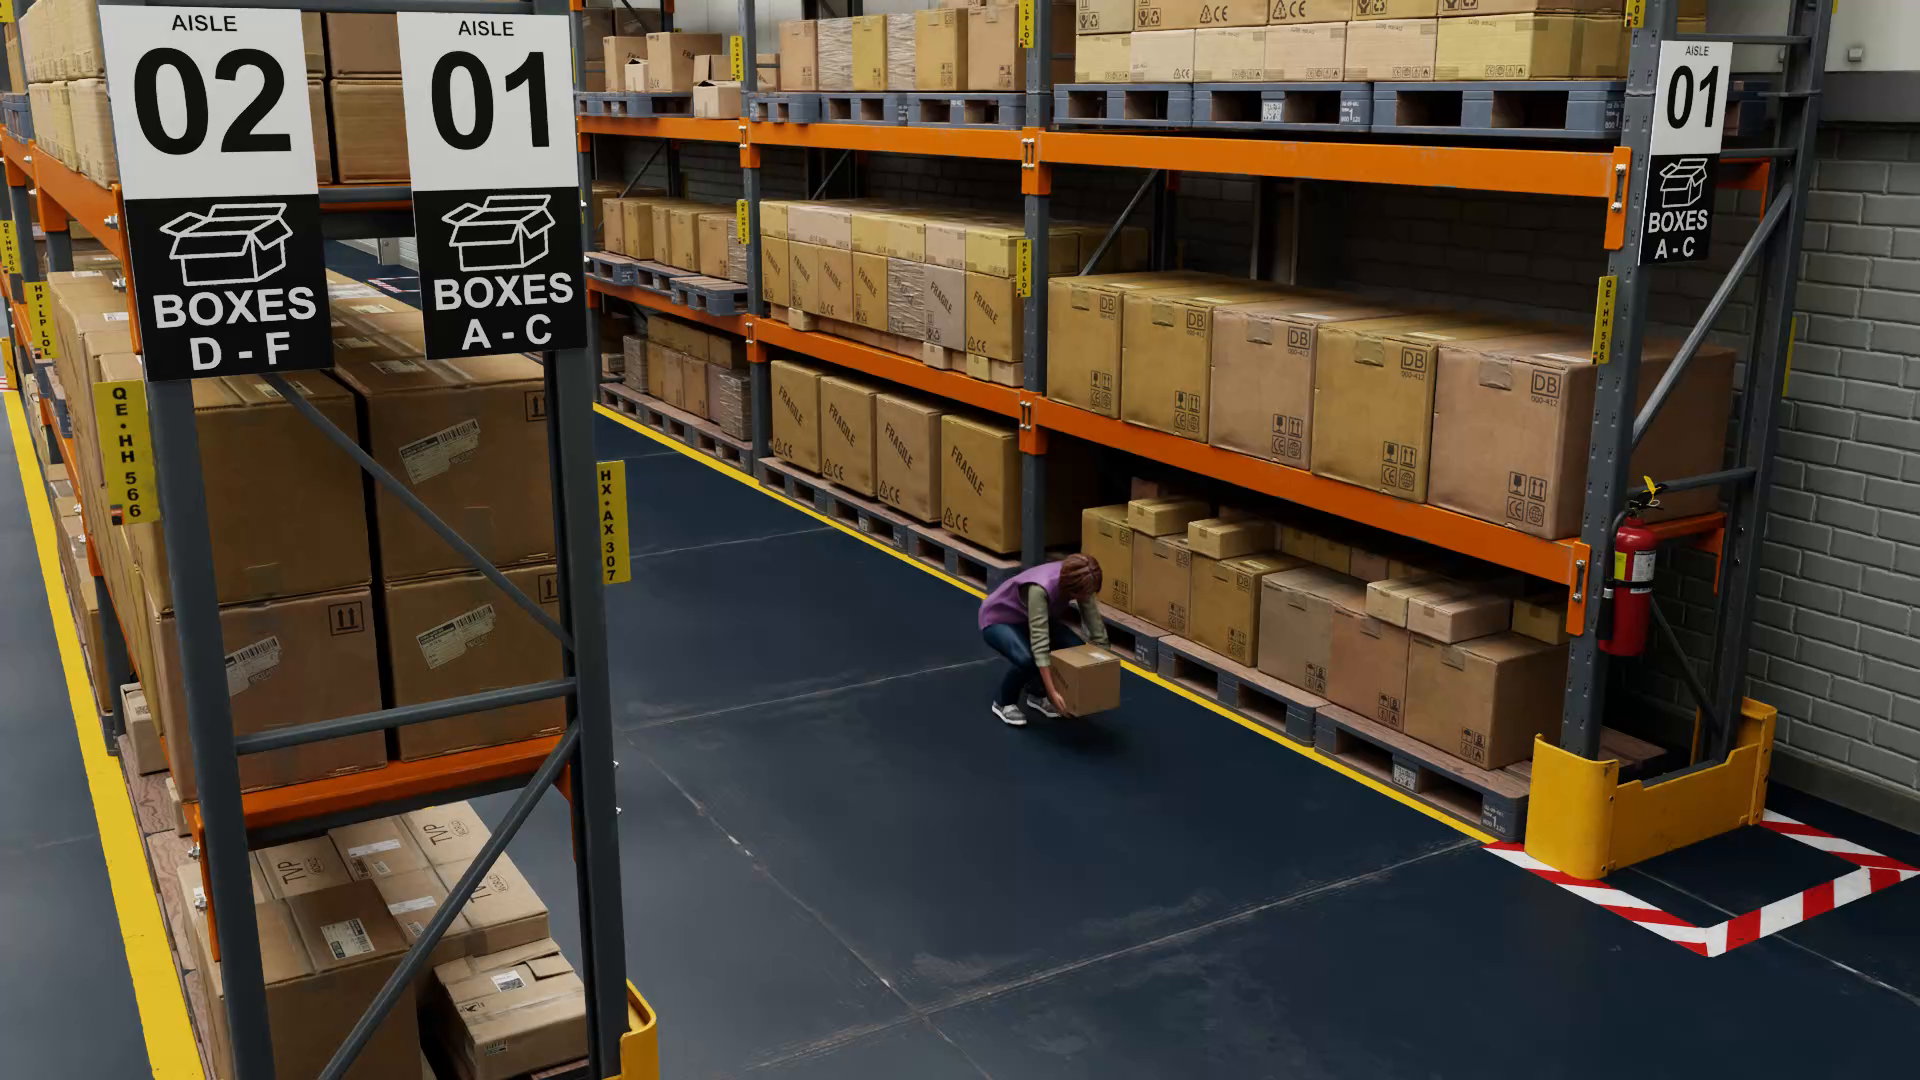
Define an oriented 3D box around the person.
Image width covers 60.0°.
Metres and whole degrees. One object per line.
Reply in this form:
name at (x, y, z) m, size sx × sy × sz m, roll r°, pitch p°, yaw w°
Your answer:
person at (0.420, 0.477, 8.148) m, size 0.457 × 0.883 × 0.803 m, roll -9°, pitch 17°, yaw -30°
